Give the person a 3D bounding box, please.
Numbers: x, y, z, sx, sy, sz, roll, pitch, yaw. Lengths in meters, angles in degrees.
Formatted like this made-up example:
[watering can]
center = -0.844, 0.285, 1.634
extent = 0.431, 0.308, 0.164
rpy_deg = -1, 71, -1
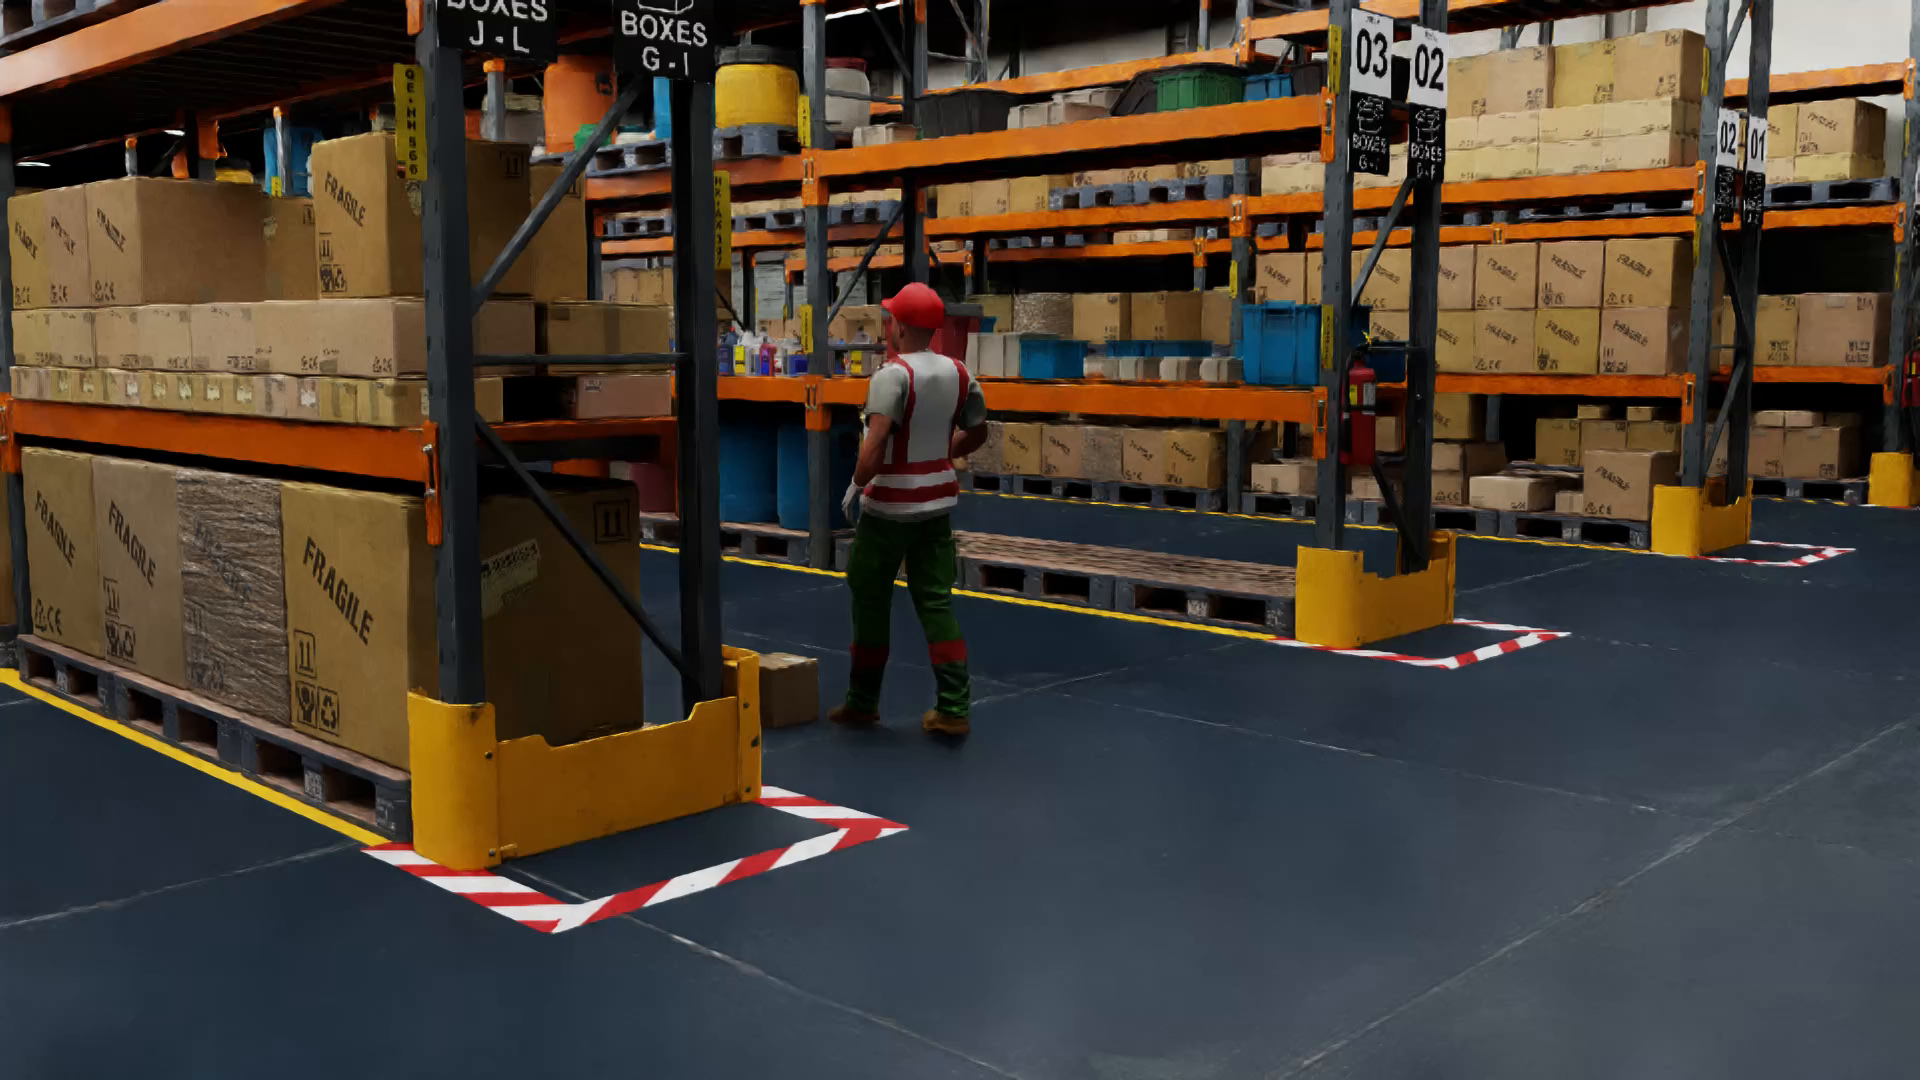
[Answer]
[person]
center = -0.279, -0.115, 6.625
extent = 0.709, 1.797, 0.710
rpy_deg = -6, 9, -41
